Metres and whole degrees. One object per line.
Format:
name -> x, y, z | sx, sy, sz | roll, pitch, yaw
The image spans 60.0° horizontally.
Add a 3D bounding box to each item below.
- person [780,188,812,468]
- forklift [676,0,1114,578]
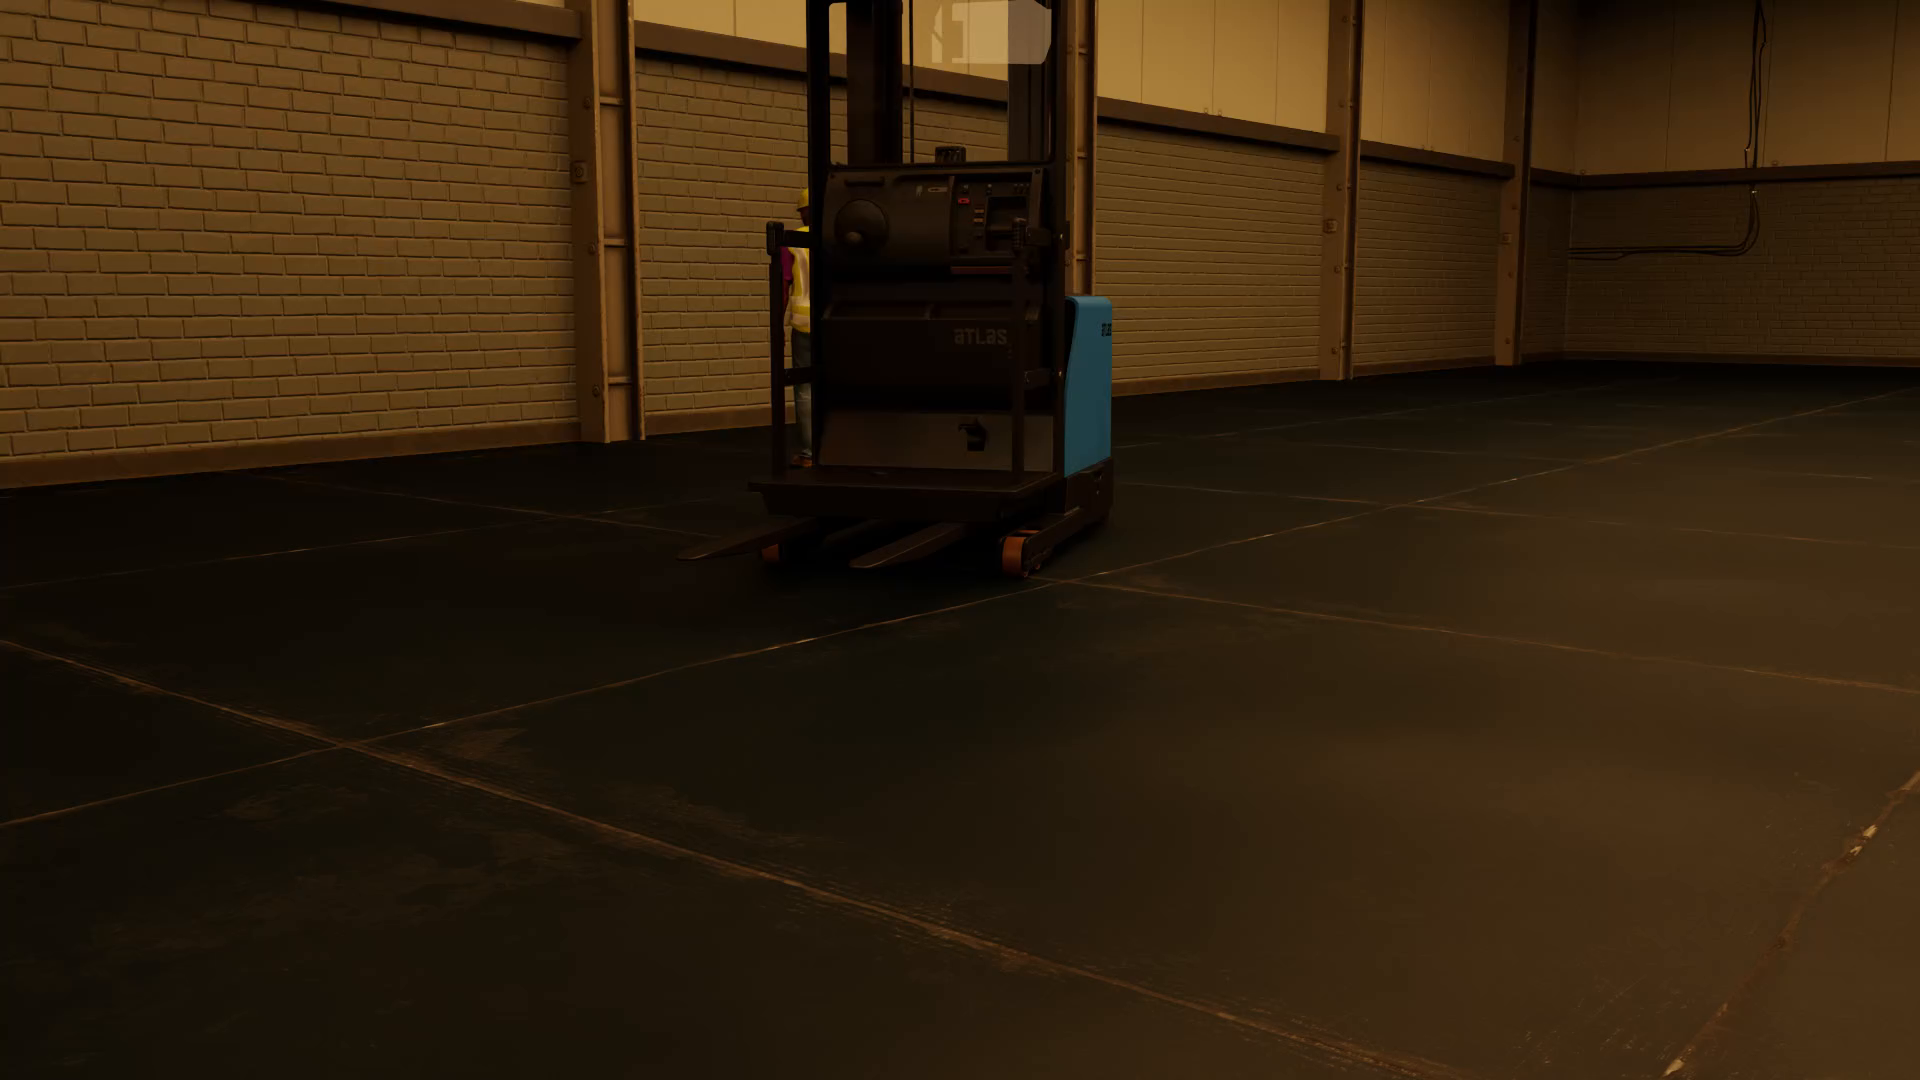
person -> -0.874, -1.334, 10.459 | 0.633, 1.759, 0.462 | -3, 9, -17
forklift -> -0.176, -1.366, 6.616 | 1.130, 2.935, 3.031 | 3, 9, 17
